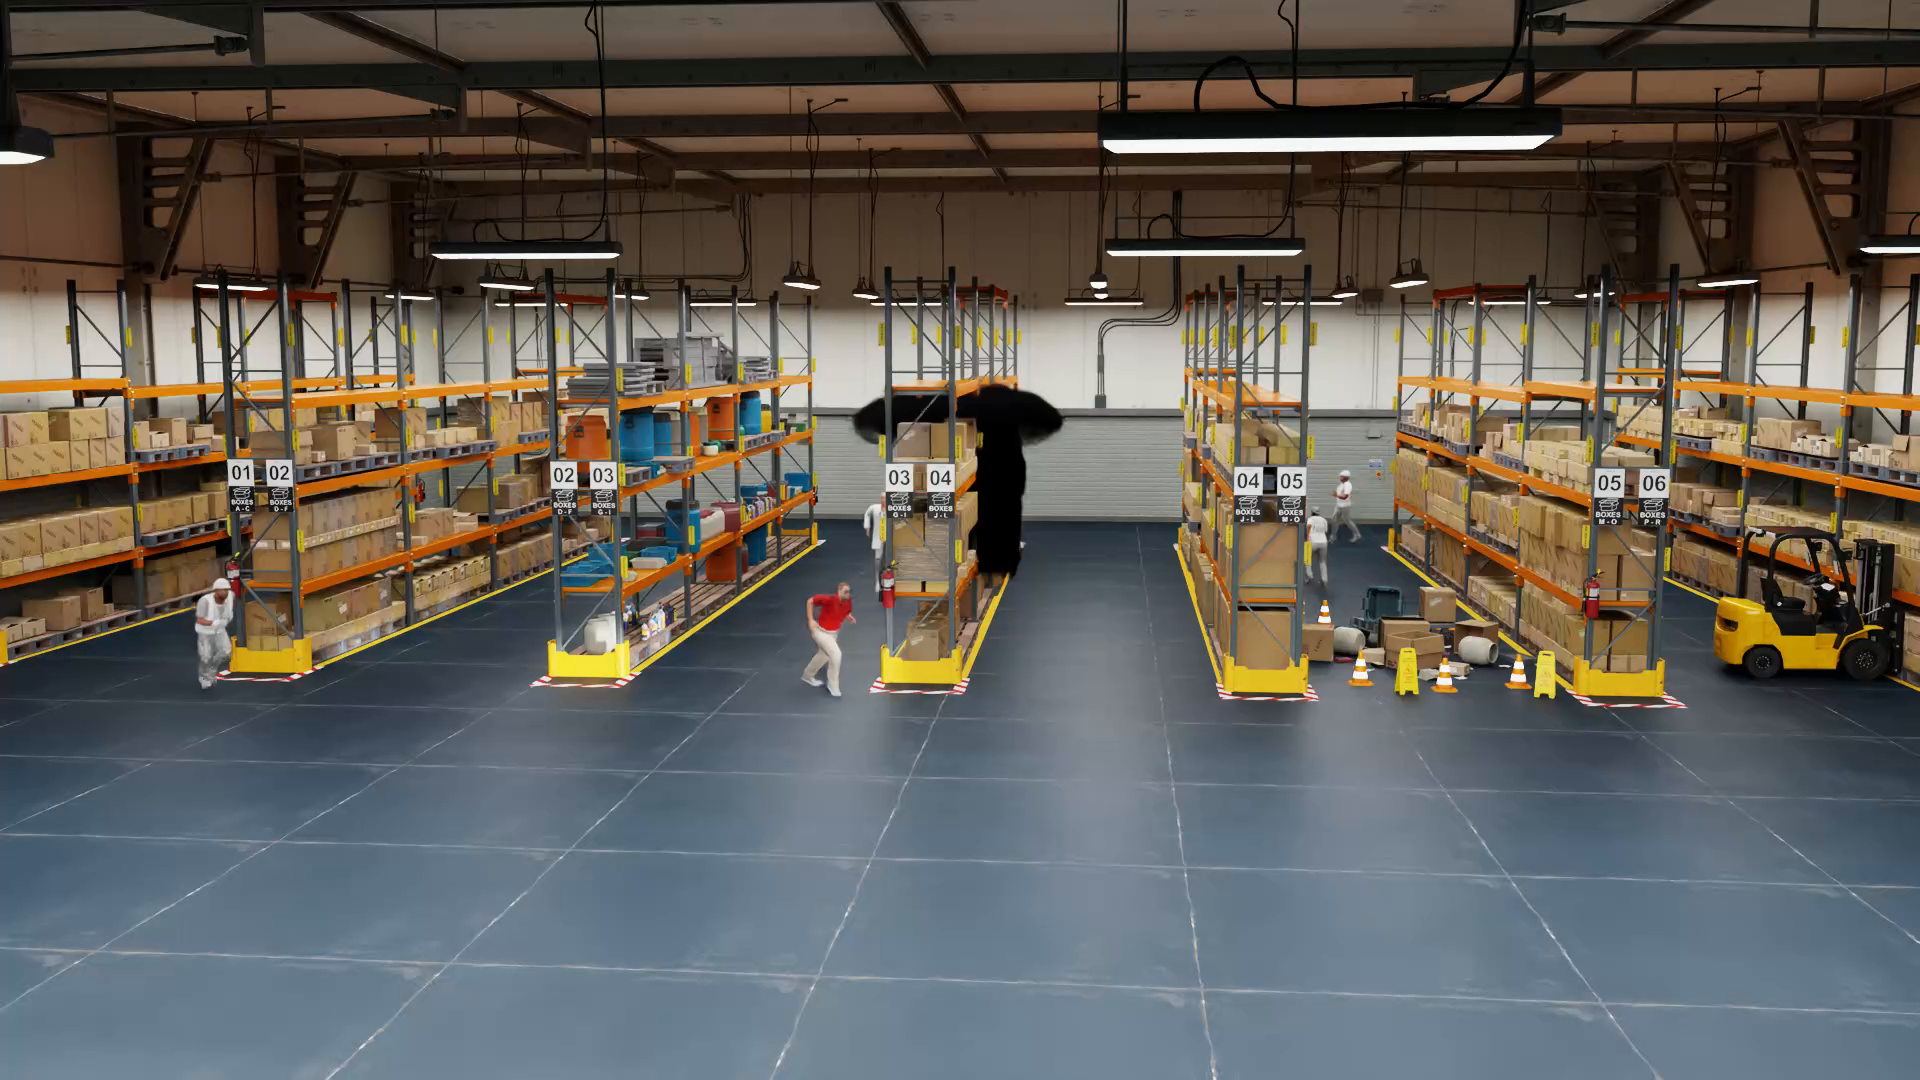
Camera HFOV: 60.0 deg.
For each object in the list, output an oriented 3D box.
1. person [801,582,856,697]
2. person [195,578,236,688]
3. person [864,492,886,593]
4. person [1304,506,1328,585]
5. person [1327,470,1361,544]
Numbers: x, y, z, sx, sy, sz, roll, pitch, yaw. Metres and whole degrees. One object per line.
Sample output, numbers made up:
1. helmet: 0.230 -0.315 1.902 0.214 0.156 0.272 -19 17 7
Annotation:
1. person: -1.895 1.399 23.417 1.013 1.685 0.706 6 9 38
2. person: -10.574 1.324 23.716 0.885 1.613 0.696 5 9 38
3. person: -1.463 0.037 31.582 0.731 1.915 0.800 0 7 0
4. person: 7.225 0.124 33.769 0.597 1.597 0.912 -1 7 -8
5. person: 9.330 -0.790 40.381 0.841 1.816 0.692 0 7 -3
